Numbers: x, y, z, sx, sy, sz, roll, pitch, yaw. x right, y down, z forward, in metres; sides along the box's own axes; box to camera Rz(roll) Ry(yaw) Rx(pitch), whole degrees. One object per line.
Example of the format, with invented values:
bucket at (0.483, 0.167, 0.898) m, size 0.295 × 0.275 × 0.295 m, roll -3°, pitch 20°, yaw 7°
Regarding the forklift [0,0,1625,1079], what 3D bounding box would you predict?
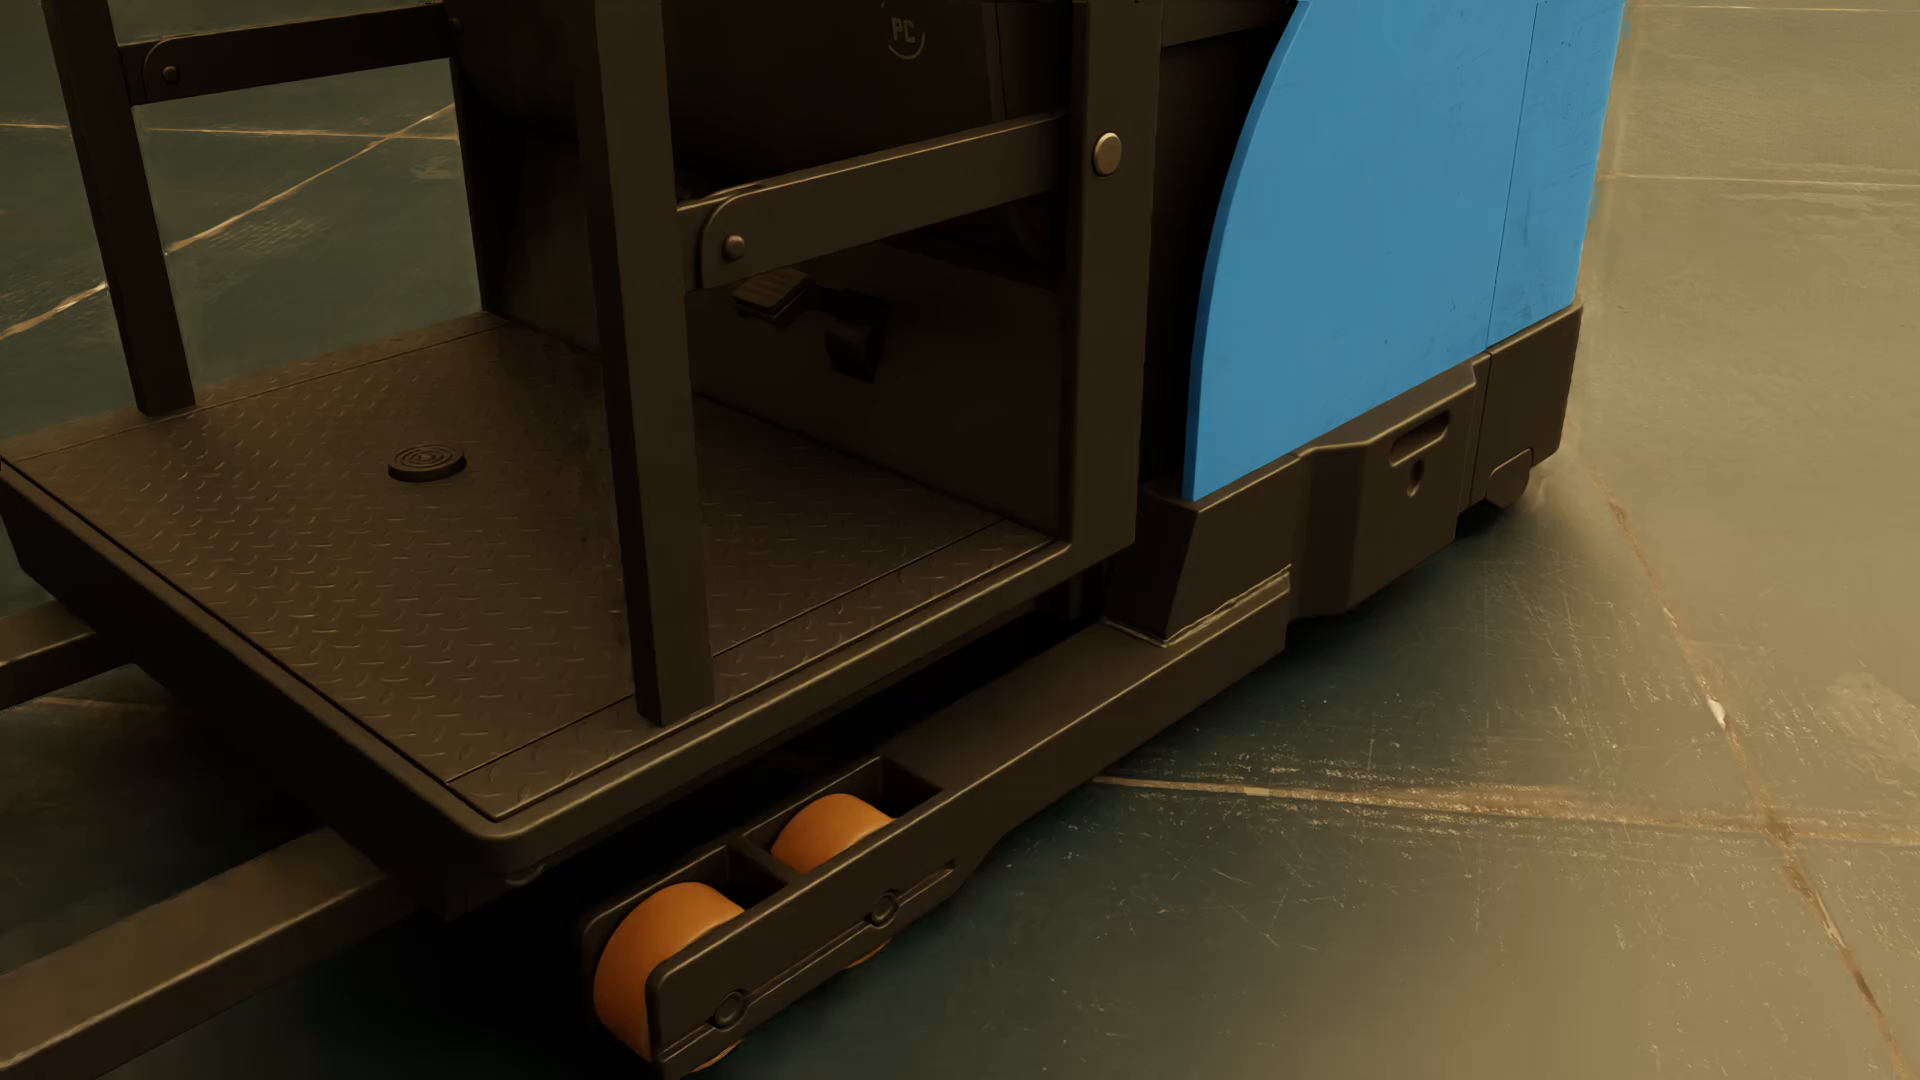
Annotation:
forklift at (-0.419, -1.084, 1.389) m, size 1.130 × 2.935 × 3.031 m, roll 23°, pitch 34°, yaw 38°
